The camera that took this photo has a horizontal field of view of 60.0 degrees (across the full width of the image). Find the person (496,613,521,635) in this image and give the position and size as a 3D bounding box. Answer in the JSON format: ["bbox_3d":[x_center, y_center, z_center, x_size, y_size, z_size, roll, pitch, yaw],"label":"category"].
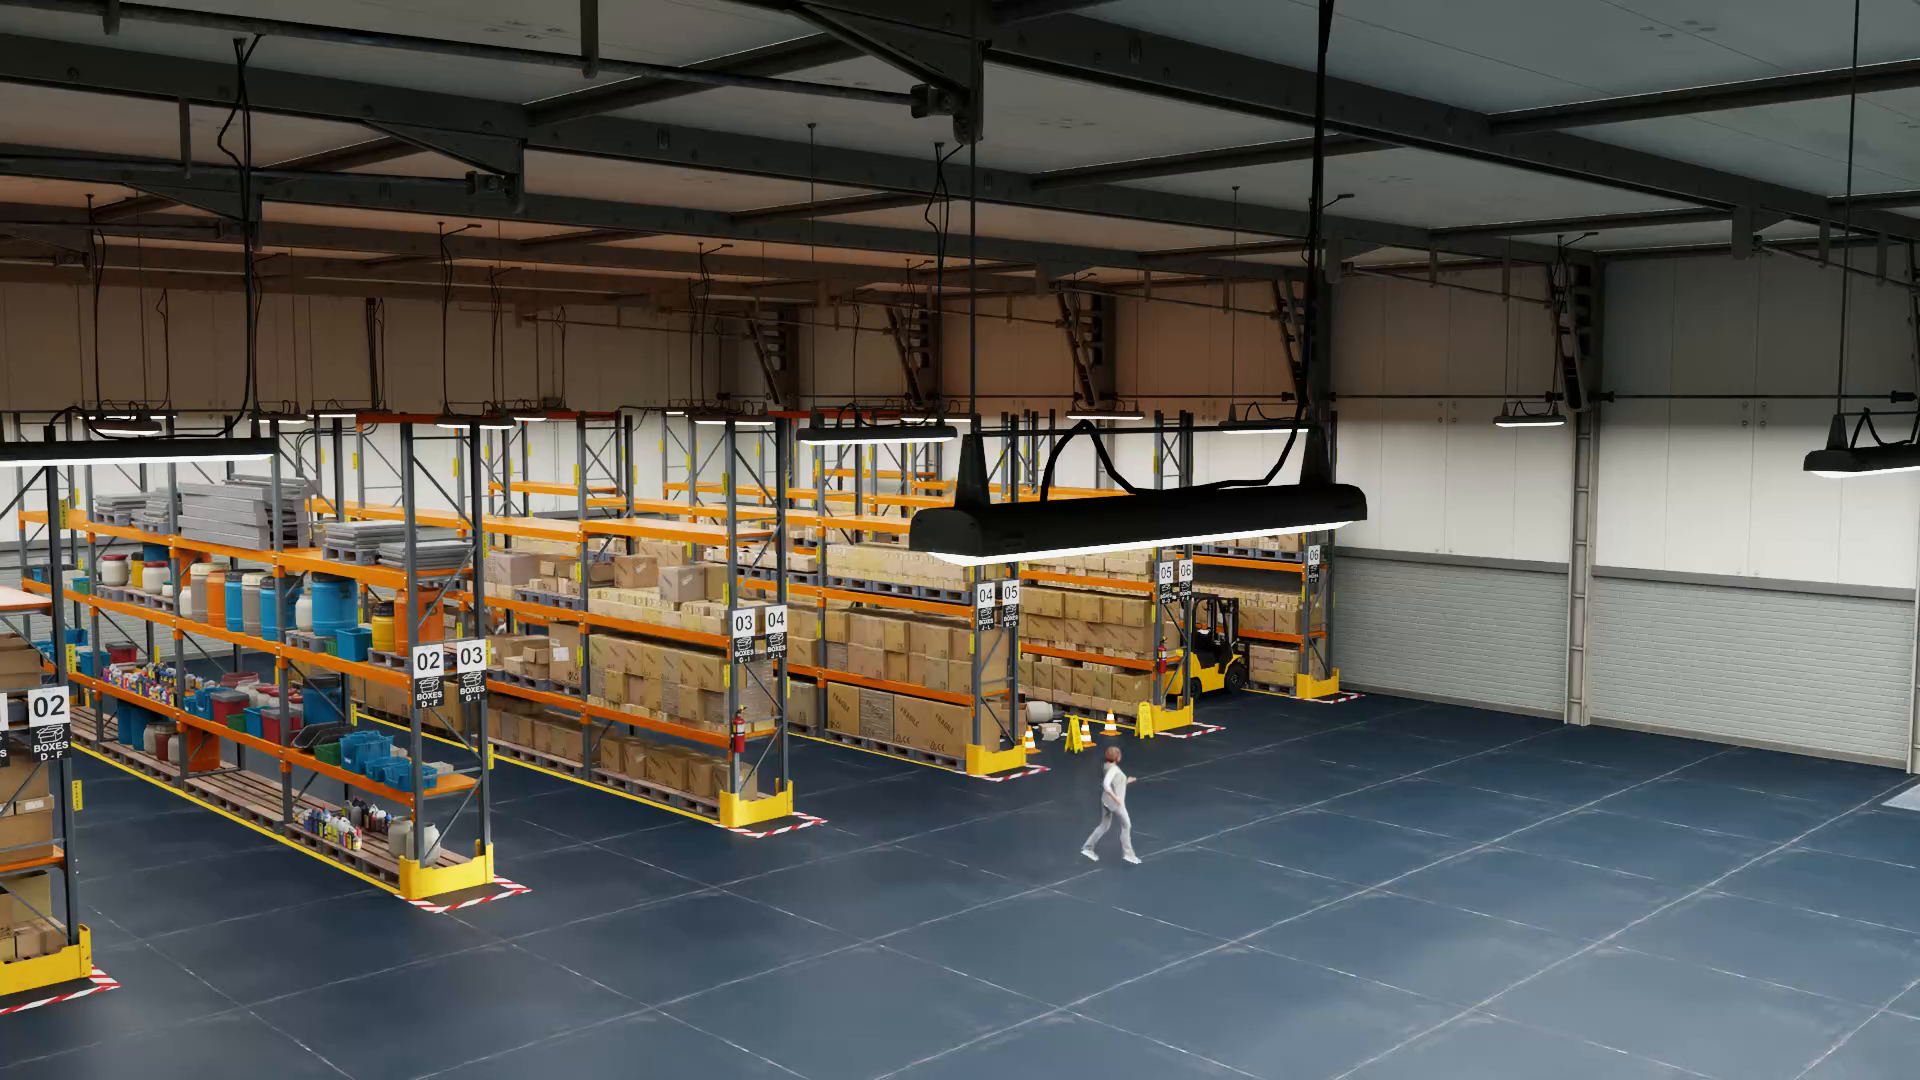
[{"bbox_3d":[-9.808,2.372,36.185,0.576,1.636,0.820,-5,7,-44],"label":"person"}]

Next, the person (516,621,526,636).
[{"bbox_3d":[-10.894,1.993,40.888,0.629,1.678,0.650,1,5,9],"label":"person"}]

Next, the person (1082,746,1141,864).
[{"bbox_3d":[2.043,3.573,22.354,0.822,1.618,0.522,-2,5,-19],"label":"person"}]

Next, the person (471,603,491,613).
[{"bbox_3d":[-11.597,1.987,40.068,0.708,1.737,0.863,4,6,37],"label":"person"}]
